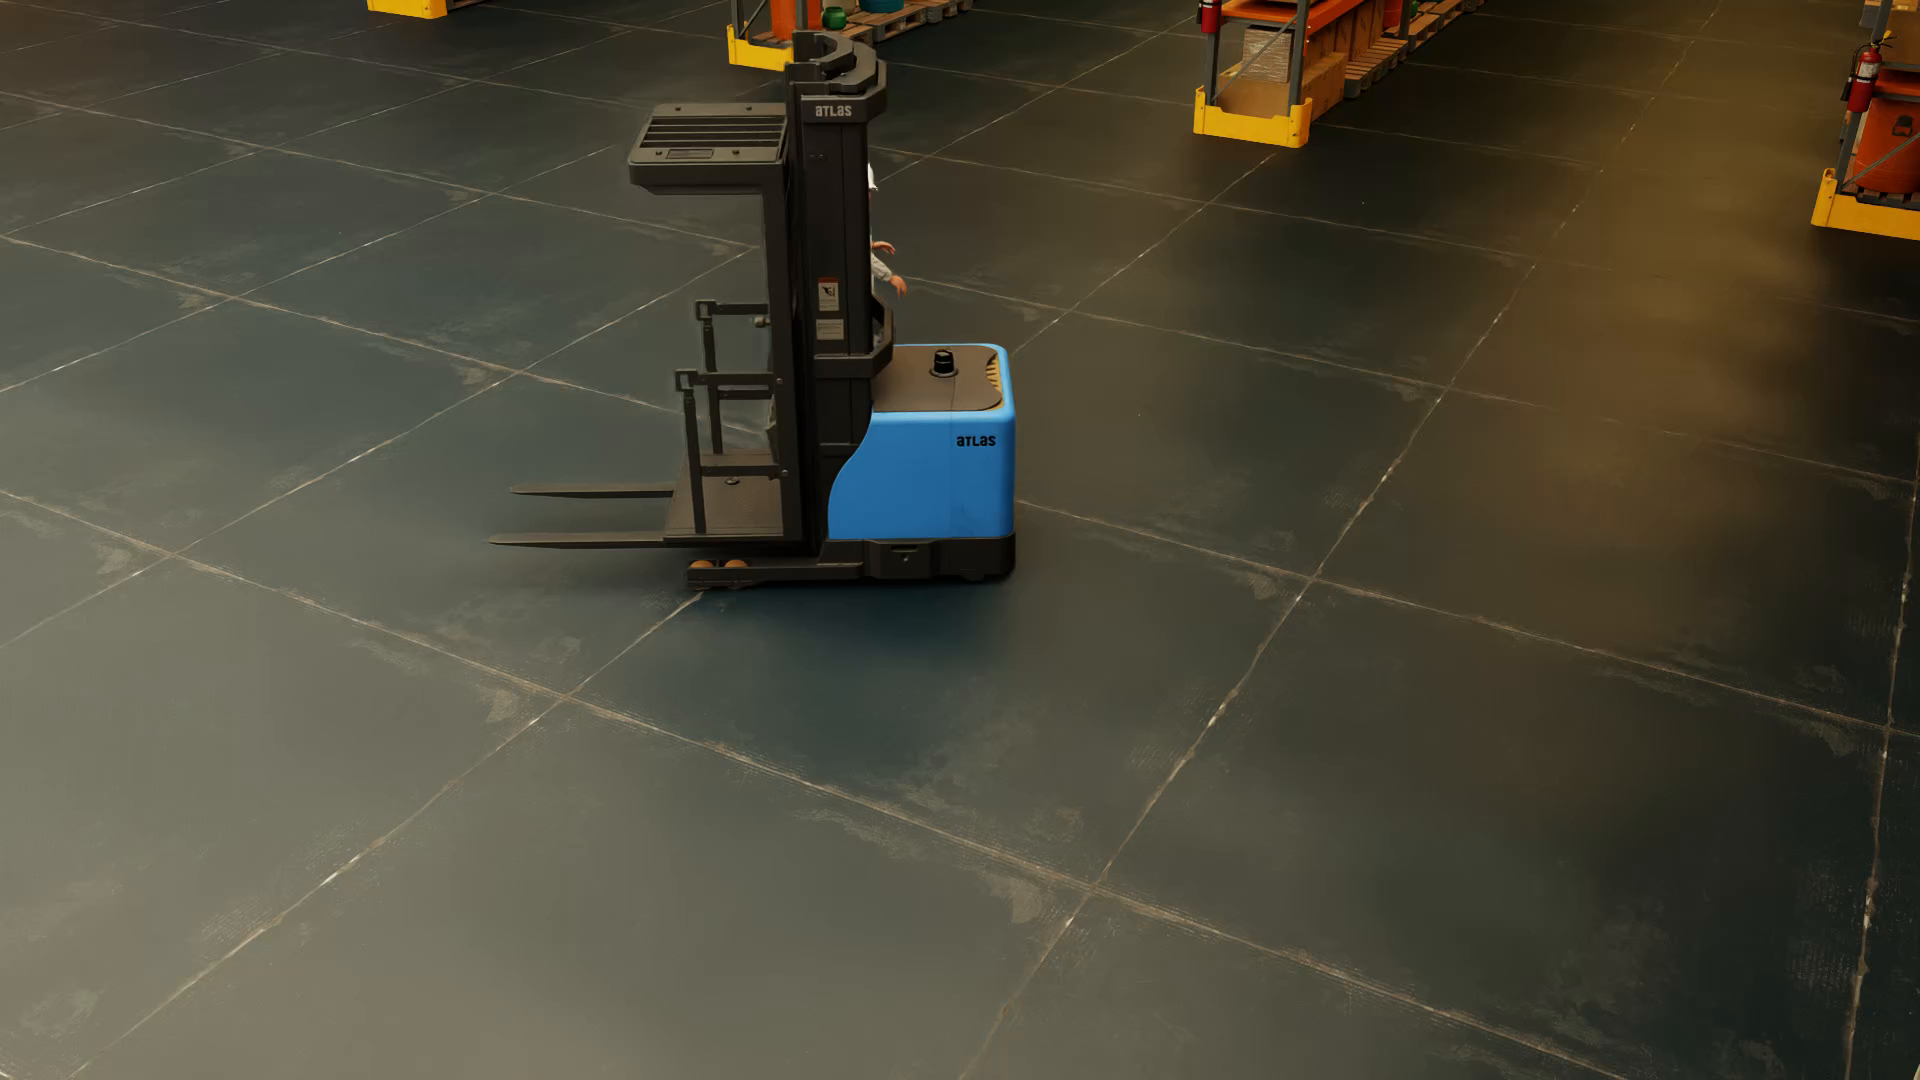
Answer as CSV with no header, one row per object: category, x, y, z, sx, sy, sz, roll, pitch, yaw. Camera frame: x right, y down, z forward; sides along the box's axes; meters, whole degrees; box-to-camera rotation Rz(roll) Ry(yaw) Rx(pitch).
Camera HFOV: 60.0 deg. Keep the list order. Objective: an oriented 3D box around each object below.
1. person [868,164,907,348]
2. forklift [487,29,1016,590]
person,-0.642,-1.790,11.431,0.729,1.669,0.798,-20,35,-31
forklift,-1.207,-1.253,9.241,3.031,2.935,1.130,-1,30,-1
